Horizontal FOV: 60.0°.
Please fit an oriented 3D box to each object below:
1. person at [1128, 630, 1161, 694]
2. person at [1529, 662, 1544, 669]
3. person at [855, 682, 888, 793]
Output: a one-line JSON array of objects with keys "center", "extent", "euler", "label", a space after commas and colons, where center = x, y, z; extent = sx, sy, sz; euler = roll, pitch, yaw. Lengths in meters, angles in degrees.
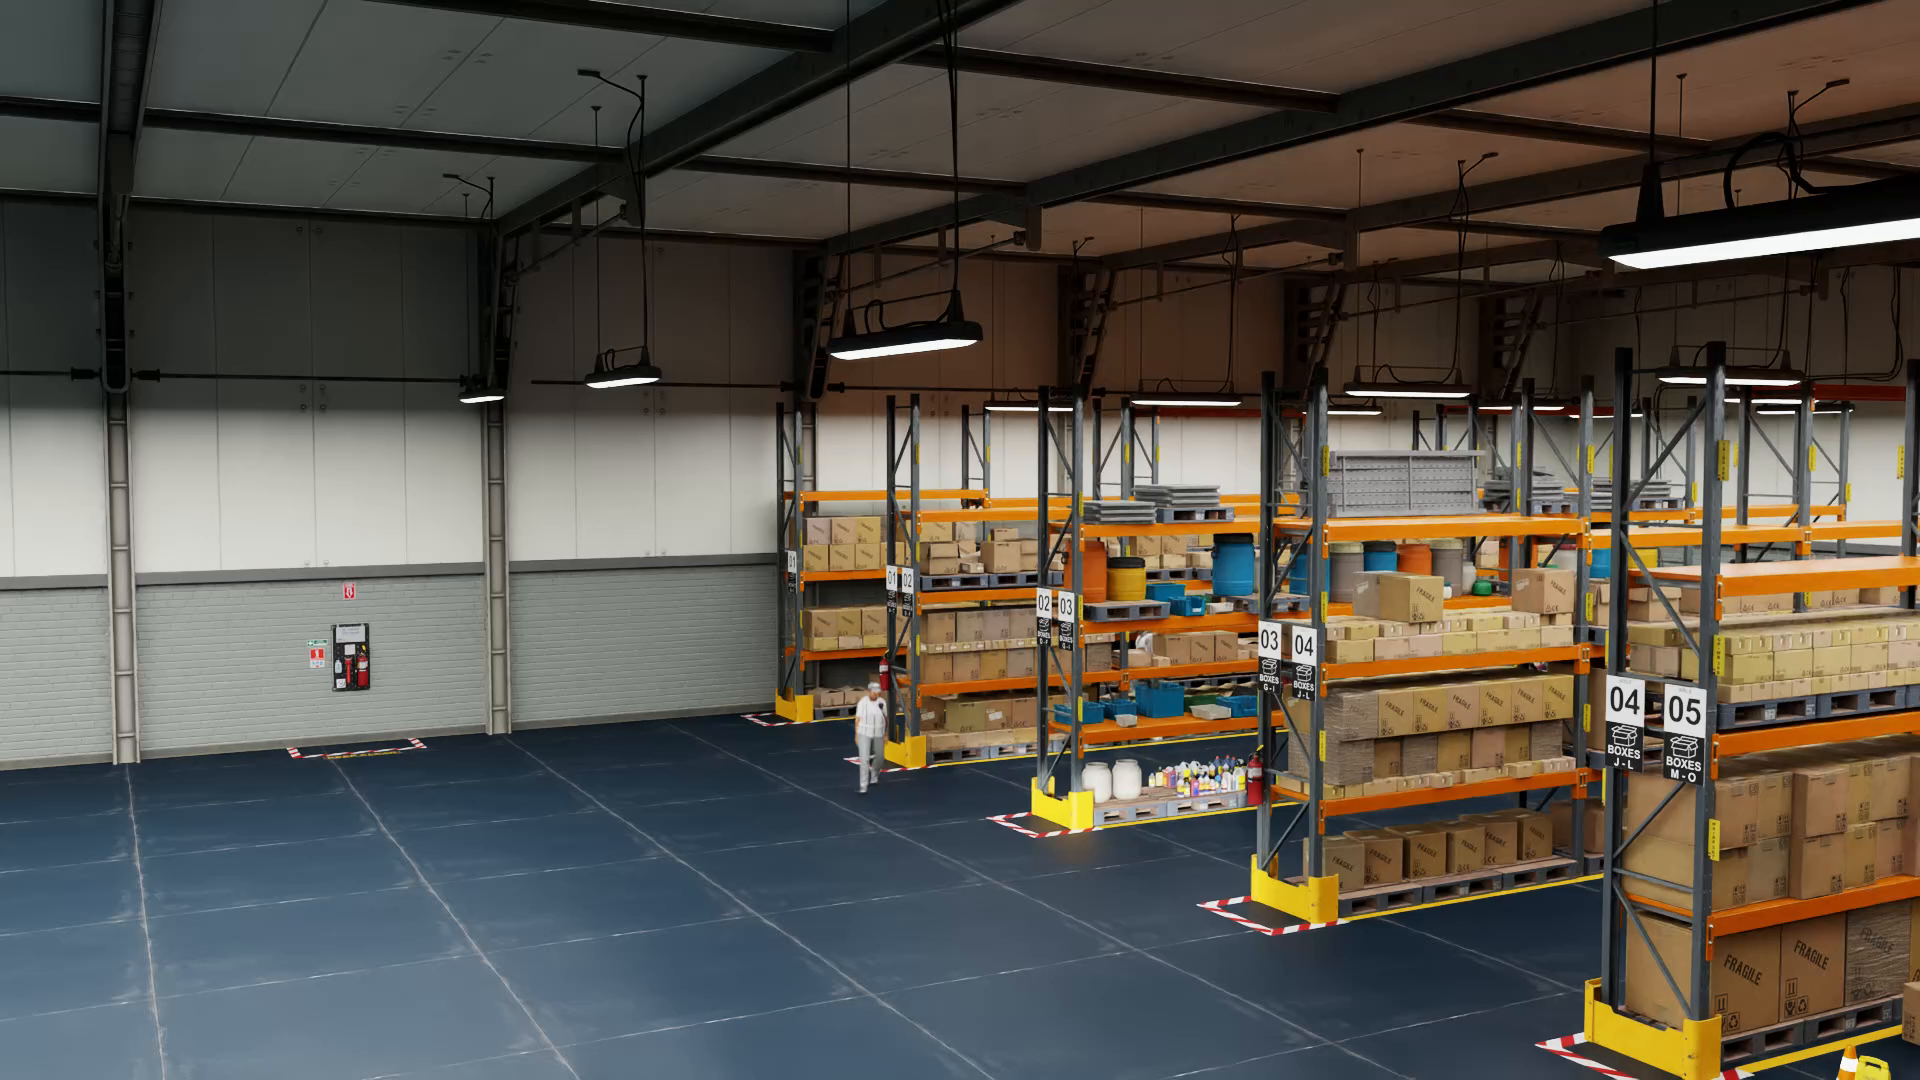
[{"center": [3.652, 2.415, 33.130], "extent": [1.079, 1.711, 0.549], "euler": [-2, 4, -37], "label": "person"}, {"center": [10.610, 2.553, 30.416], "extent": [0.598, 1.791, 0.485], "euler": [2, 4, 28], "label": "person"}, {"center": [-1.351, 2.932, 25.012], "extent": [0.515, 1.630, 0.803], "euler": [-1, 3, -18], "label": "person"}]
